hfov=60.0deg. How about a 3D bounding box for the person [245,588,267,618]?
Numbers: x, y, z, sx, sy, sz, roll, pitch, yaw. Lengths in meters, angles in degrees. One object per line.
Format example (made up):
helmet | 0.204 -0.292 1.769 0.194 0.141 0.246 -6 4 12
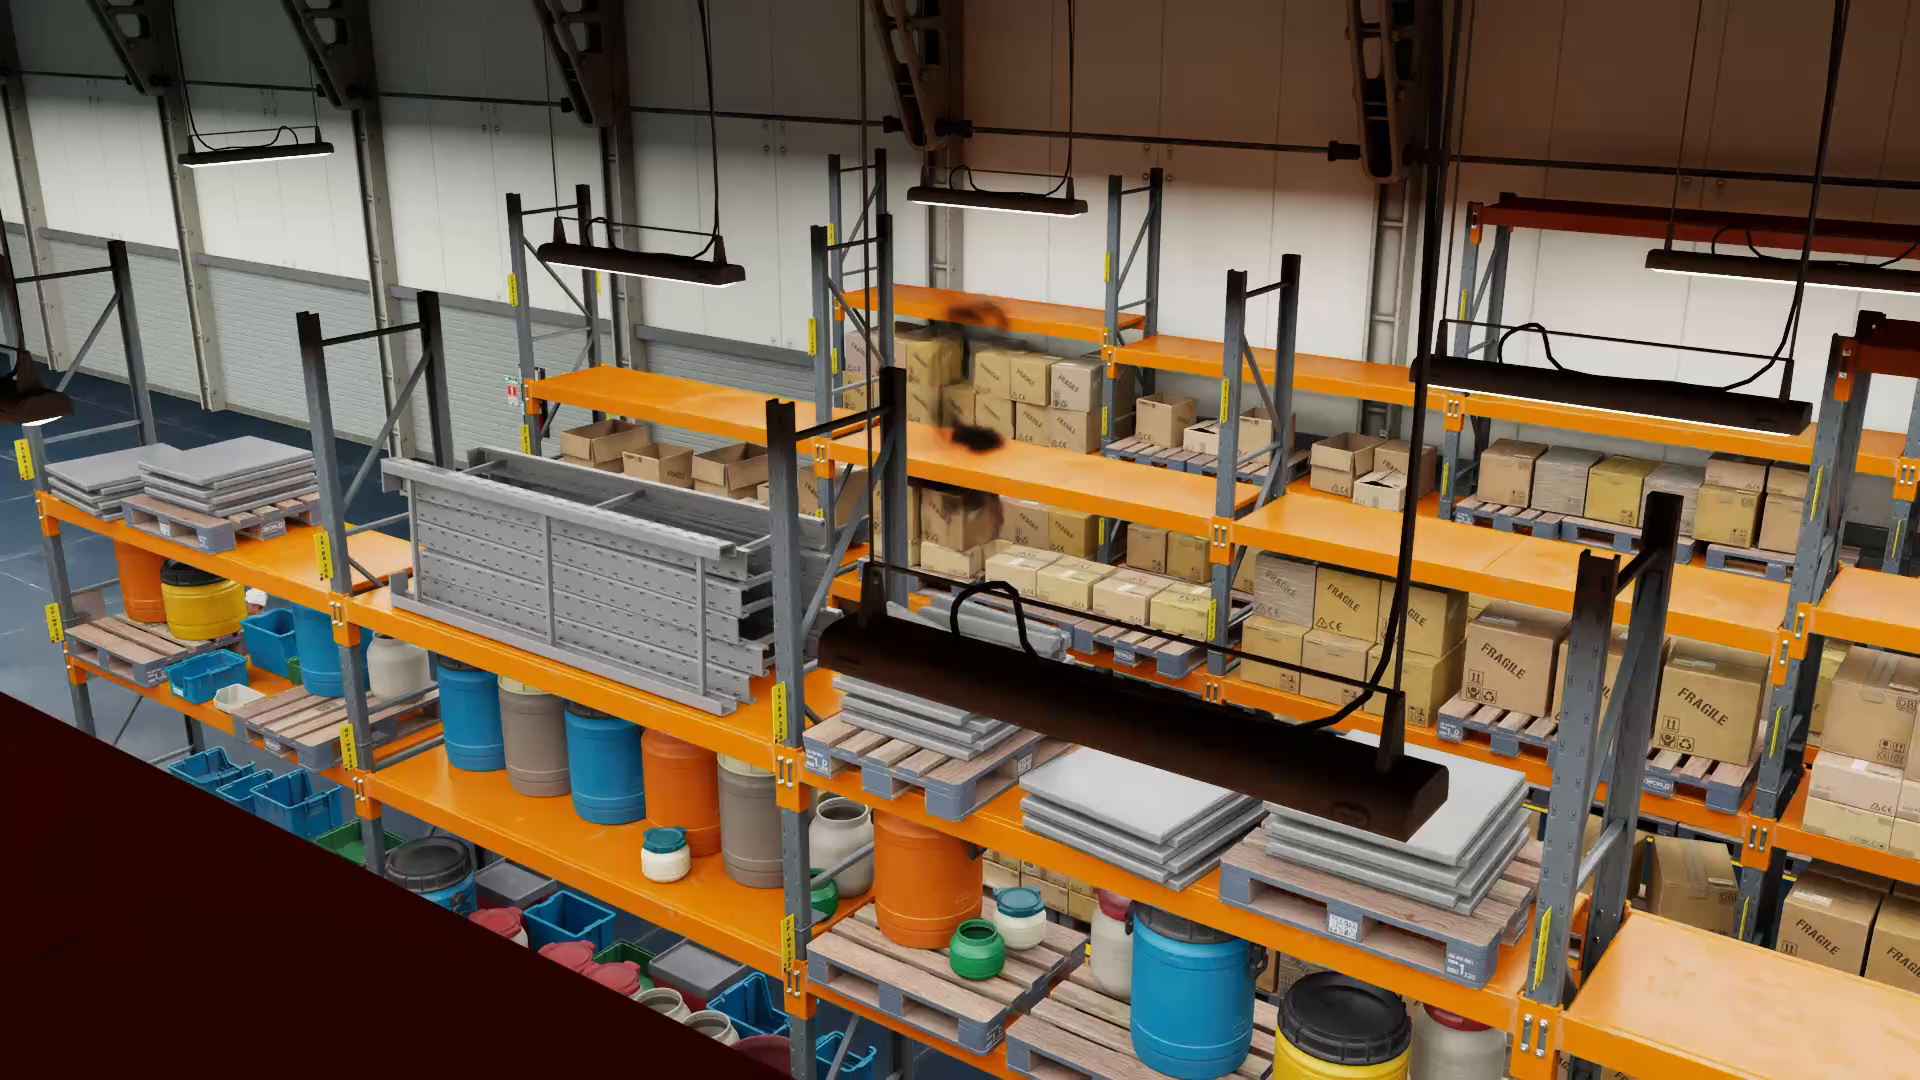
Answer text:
person | -7.650 1.349 18.366 0.585 1.737 0.668 -11 21 -29

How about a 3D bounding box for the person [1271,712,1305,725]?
person | 3.280 1.998 16.403 0.918 1.764 0.712 7 20 20
